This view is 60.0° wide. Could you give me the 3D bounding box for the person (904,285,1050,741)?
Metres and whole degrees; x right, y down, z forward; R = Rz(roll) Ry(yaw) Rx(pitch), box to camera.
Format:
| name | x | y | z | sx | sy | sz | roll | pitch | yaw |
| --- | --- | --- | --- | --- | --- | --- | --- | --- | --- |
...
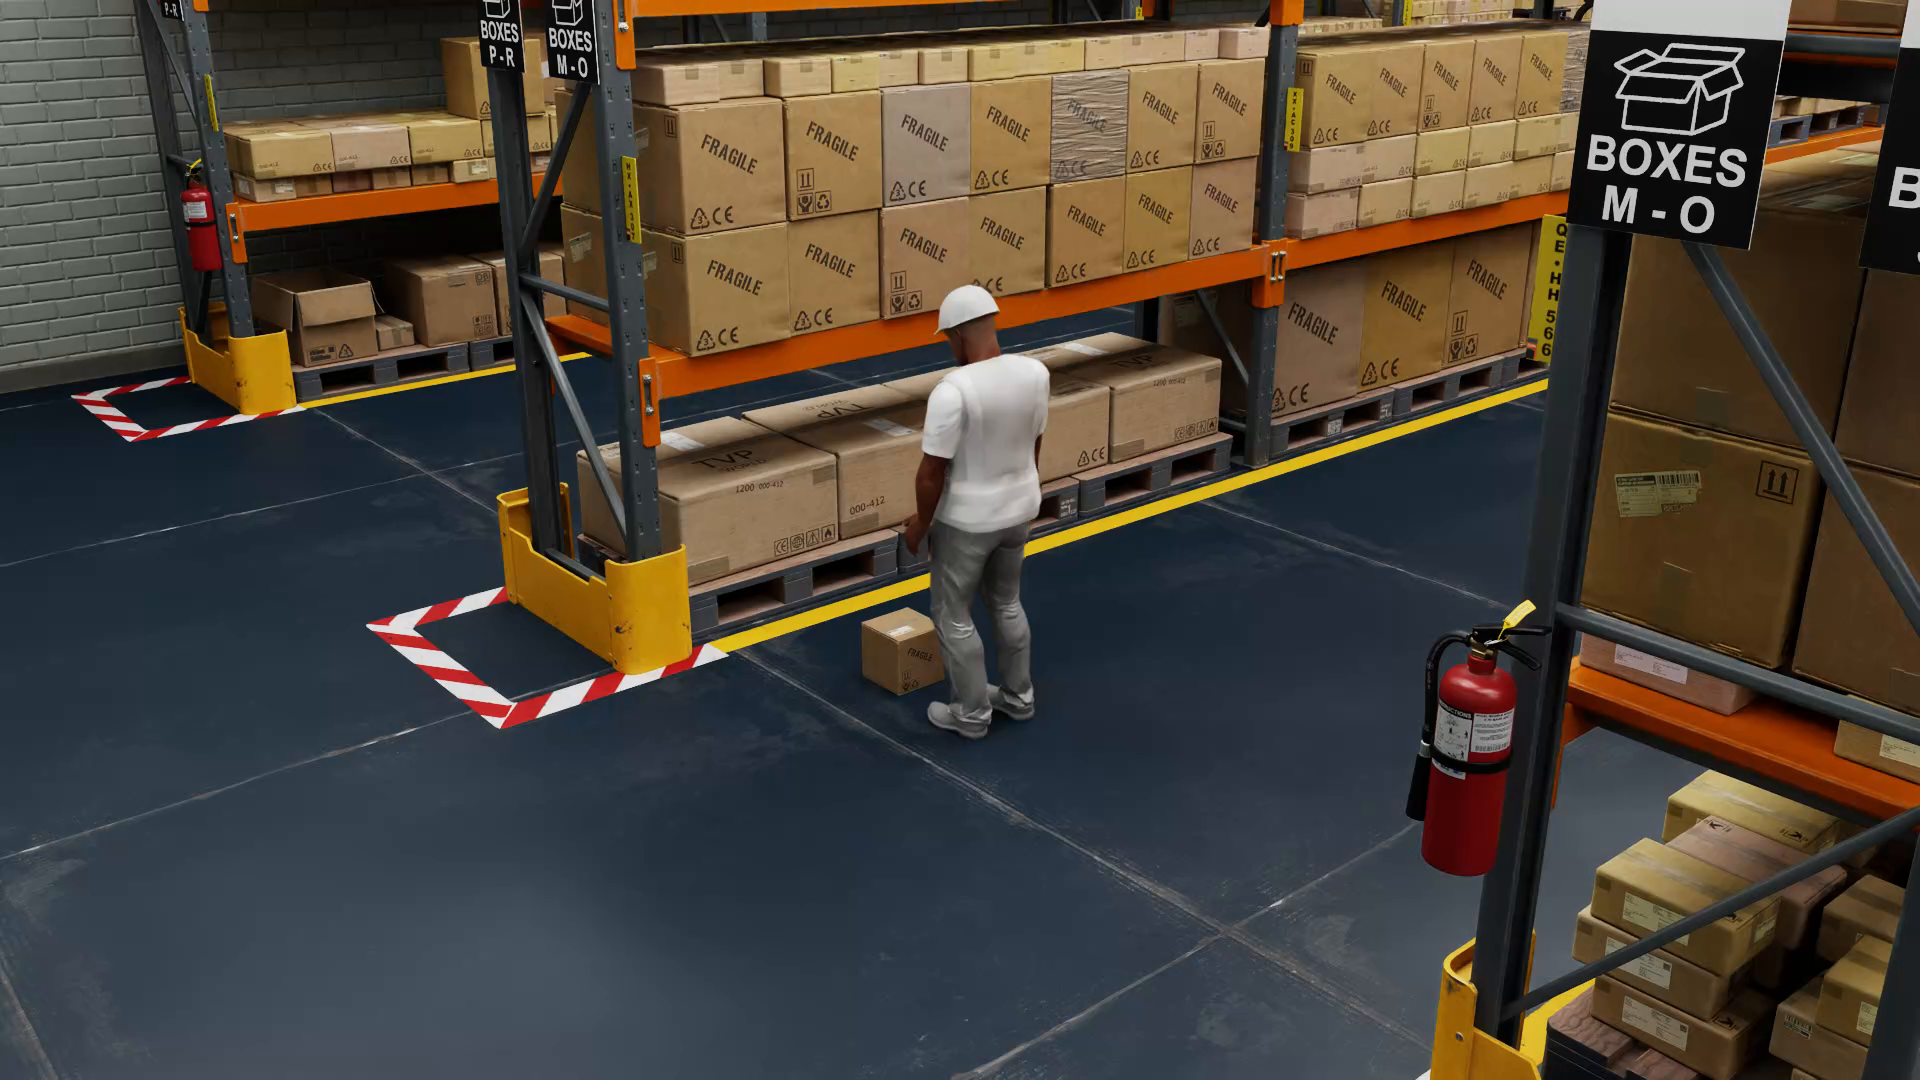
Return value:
| name | x | y | z | sx | sy | sz | roll | pitch | yaw |
| --- | --- | --- | --- | --- | --- | --- | --- | --- | --- |
| person | 0.065 | -0.096 | 6.325 | 0.575 | 1.748 | 0.390 | -16 | 26 | -36 |
